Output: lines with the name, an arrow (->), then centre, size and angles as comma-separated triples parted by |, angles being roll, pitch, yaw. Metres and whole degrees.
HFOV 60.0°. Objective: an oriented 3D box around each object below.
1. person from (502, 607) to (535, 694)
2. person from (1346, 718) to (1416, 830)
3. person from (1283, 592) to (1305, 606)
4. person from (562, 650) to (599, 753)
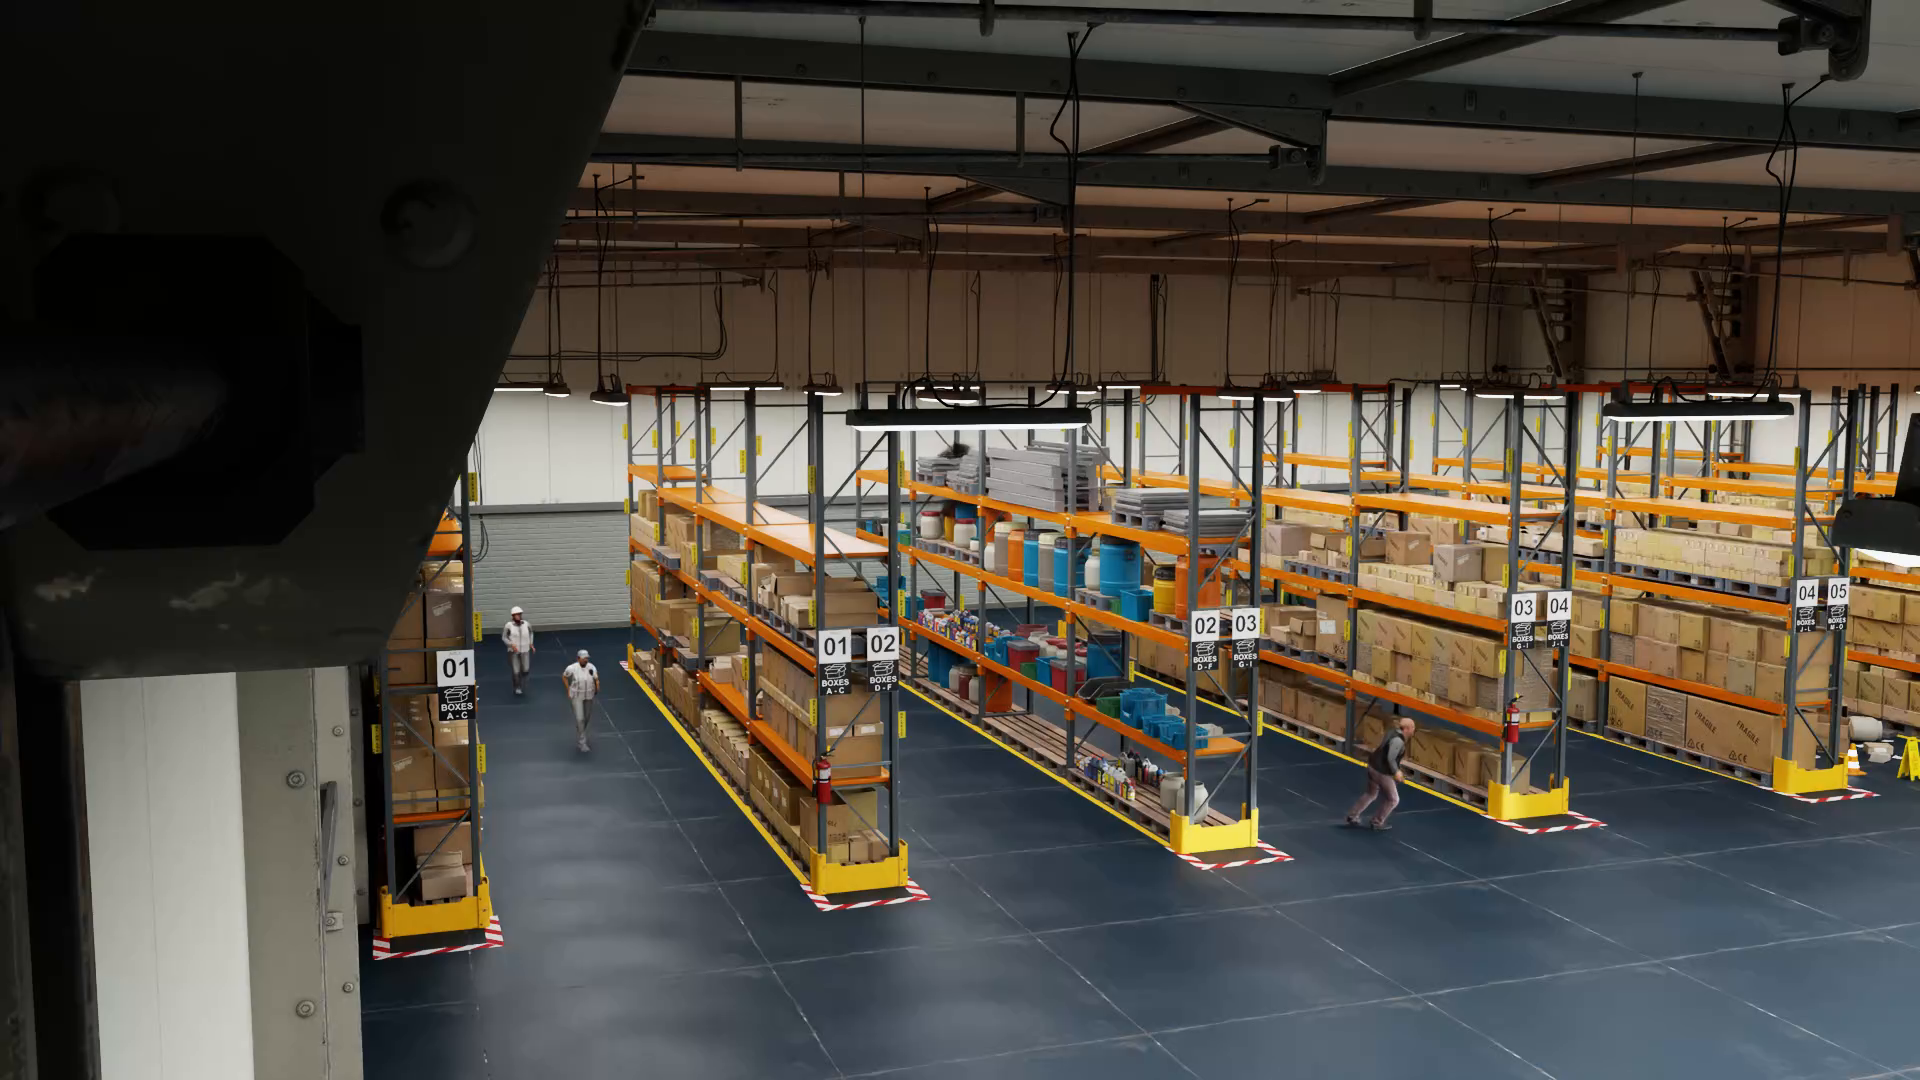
person -> -8.557, 2.146, 32.275 | 0.639, 1.720, 0.617 | -3, 7, -27
person -> 5.779, 3.199, 22.816 | 0.829, 1.582, 0.694 | 0, 6, -3
person -> 8.387, 1.111, 41.898 | 0.804, 1.847, 0.653 | -3, 7, -31
person -> -6.324, 2.642, 27.795 | 0.576, 1.662, 0.909 | -4, 7, -32
